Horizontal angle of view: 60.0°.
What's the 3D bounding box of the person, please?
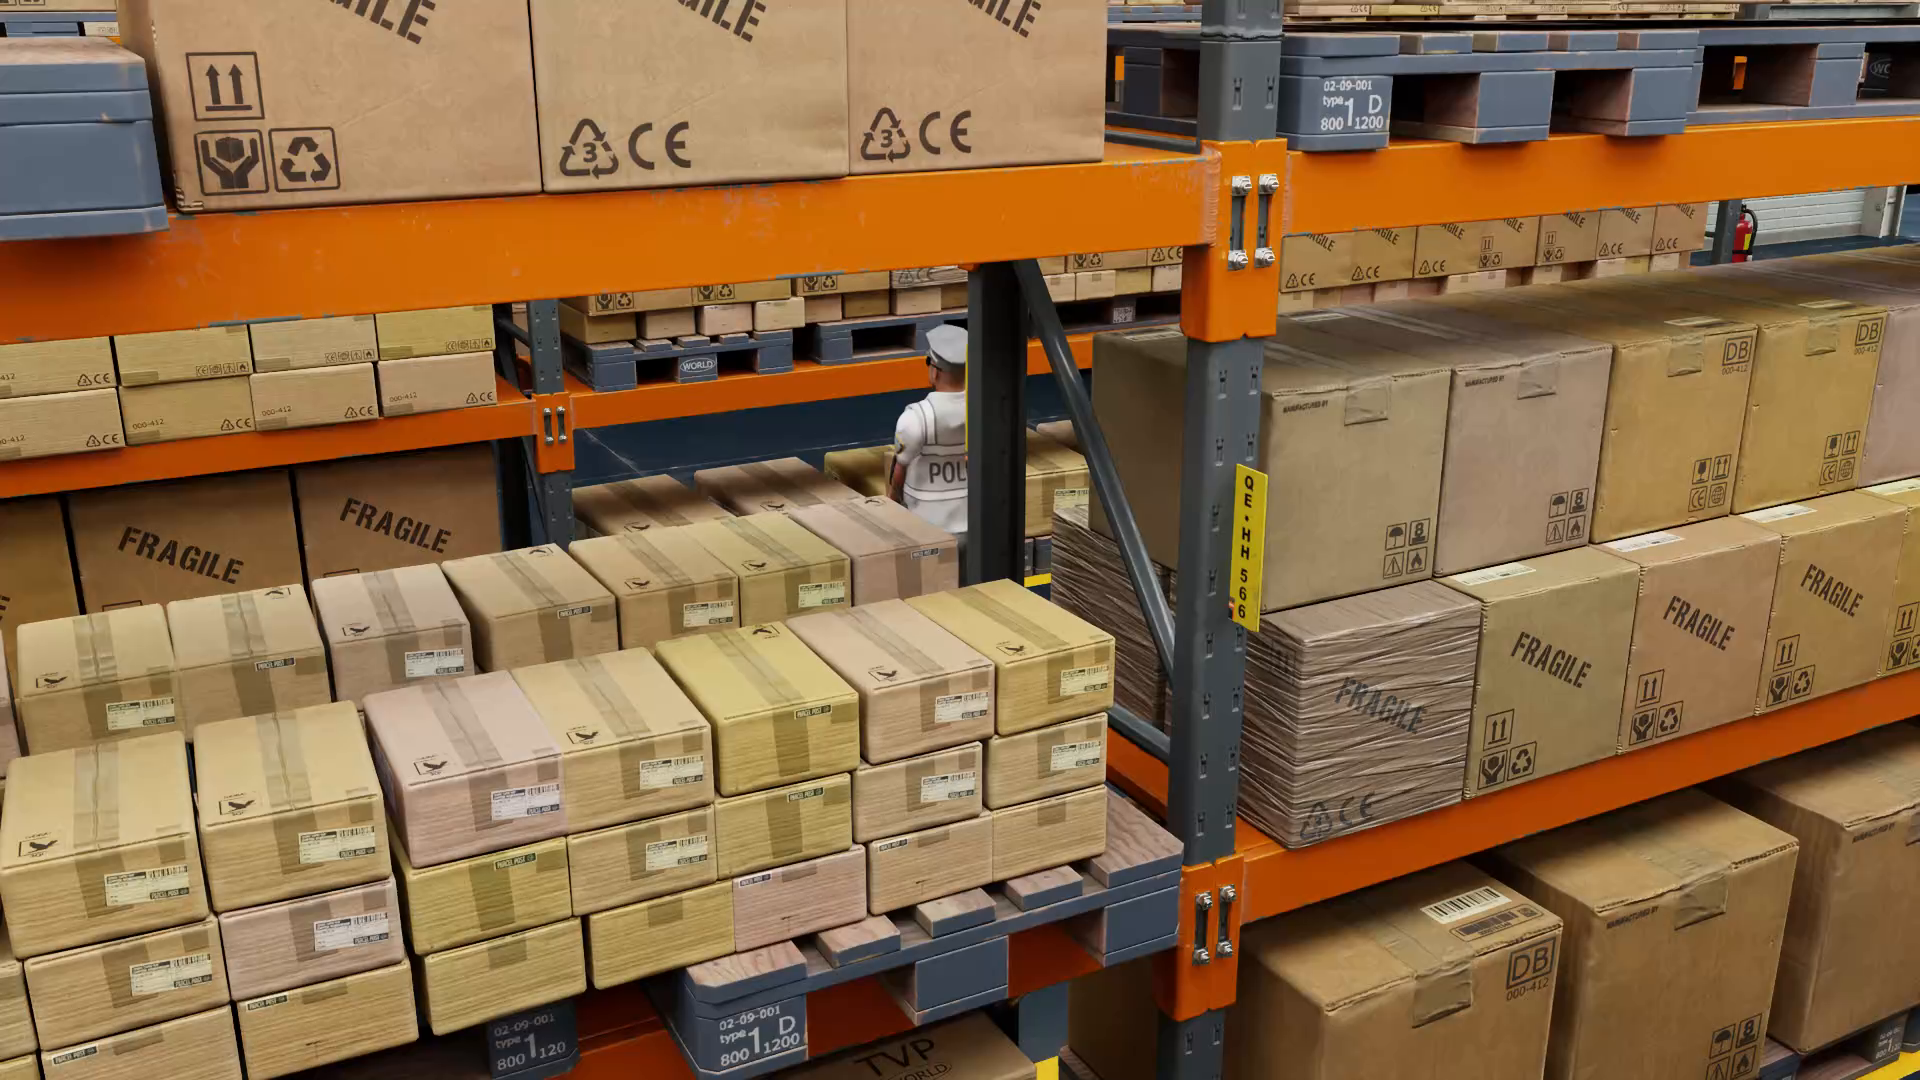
[{"bbox_3d":[-0.094,-0.086,7.274,0.494,1.768,0.573,-10,21,-27],"label":"person"}]
